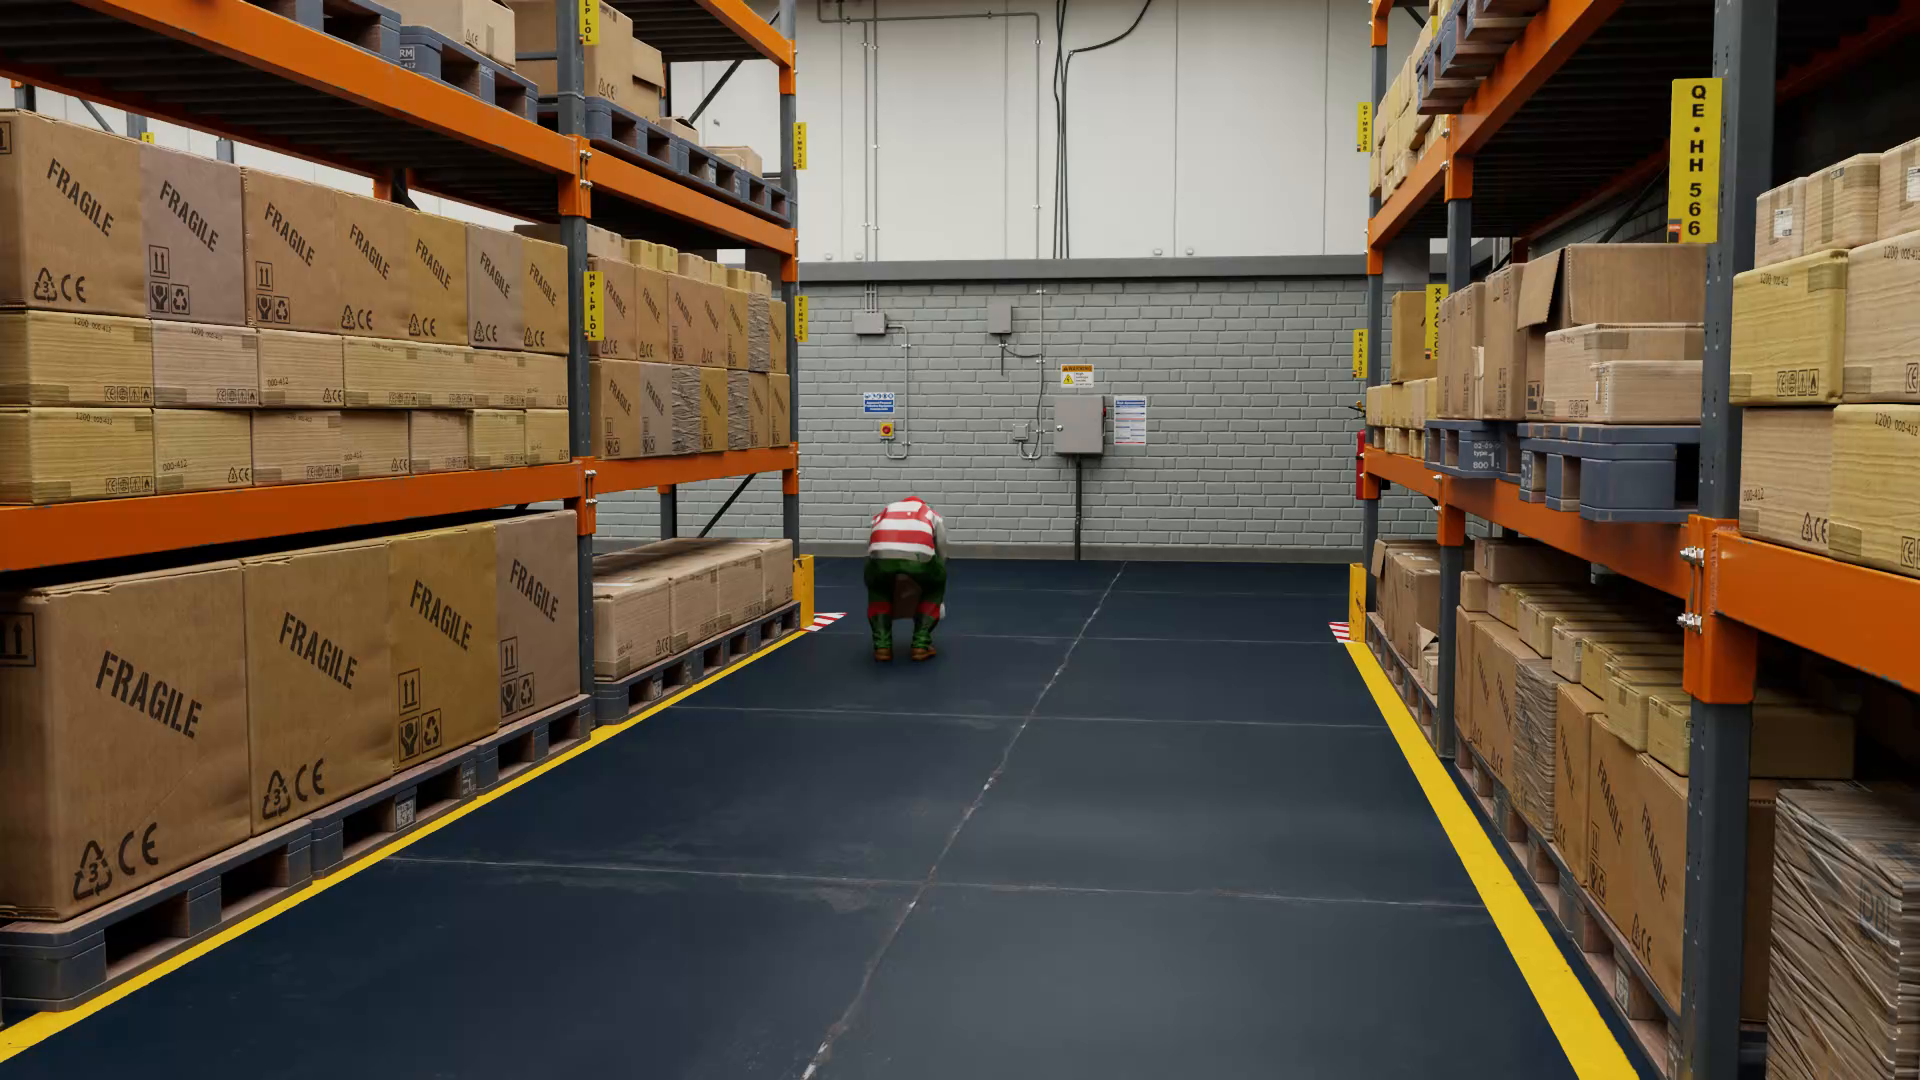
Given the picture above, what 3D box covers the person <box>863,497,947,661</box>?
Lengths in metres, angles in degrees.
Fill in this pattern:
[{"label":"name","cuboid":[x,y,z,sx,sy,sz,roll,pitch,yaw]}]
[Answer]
[{"label":"person","cuboid":[-0.340,0.238,10.540,0.530,0.990,0.953,0,4,6]}]
